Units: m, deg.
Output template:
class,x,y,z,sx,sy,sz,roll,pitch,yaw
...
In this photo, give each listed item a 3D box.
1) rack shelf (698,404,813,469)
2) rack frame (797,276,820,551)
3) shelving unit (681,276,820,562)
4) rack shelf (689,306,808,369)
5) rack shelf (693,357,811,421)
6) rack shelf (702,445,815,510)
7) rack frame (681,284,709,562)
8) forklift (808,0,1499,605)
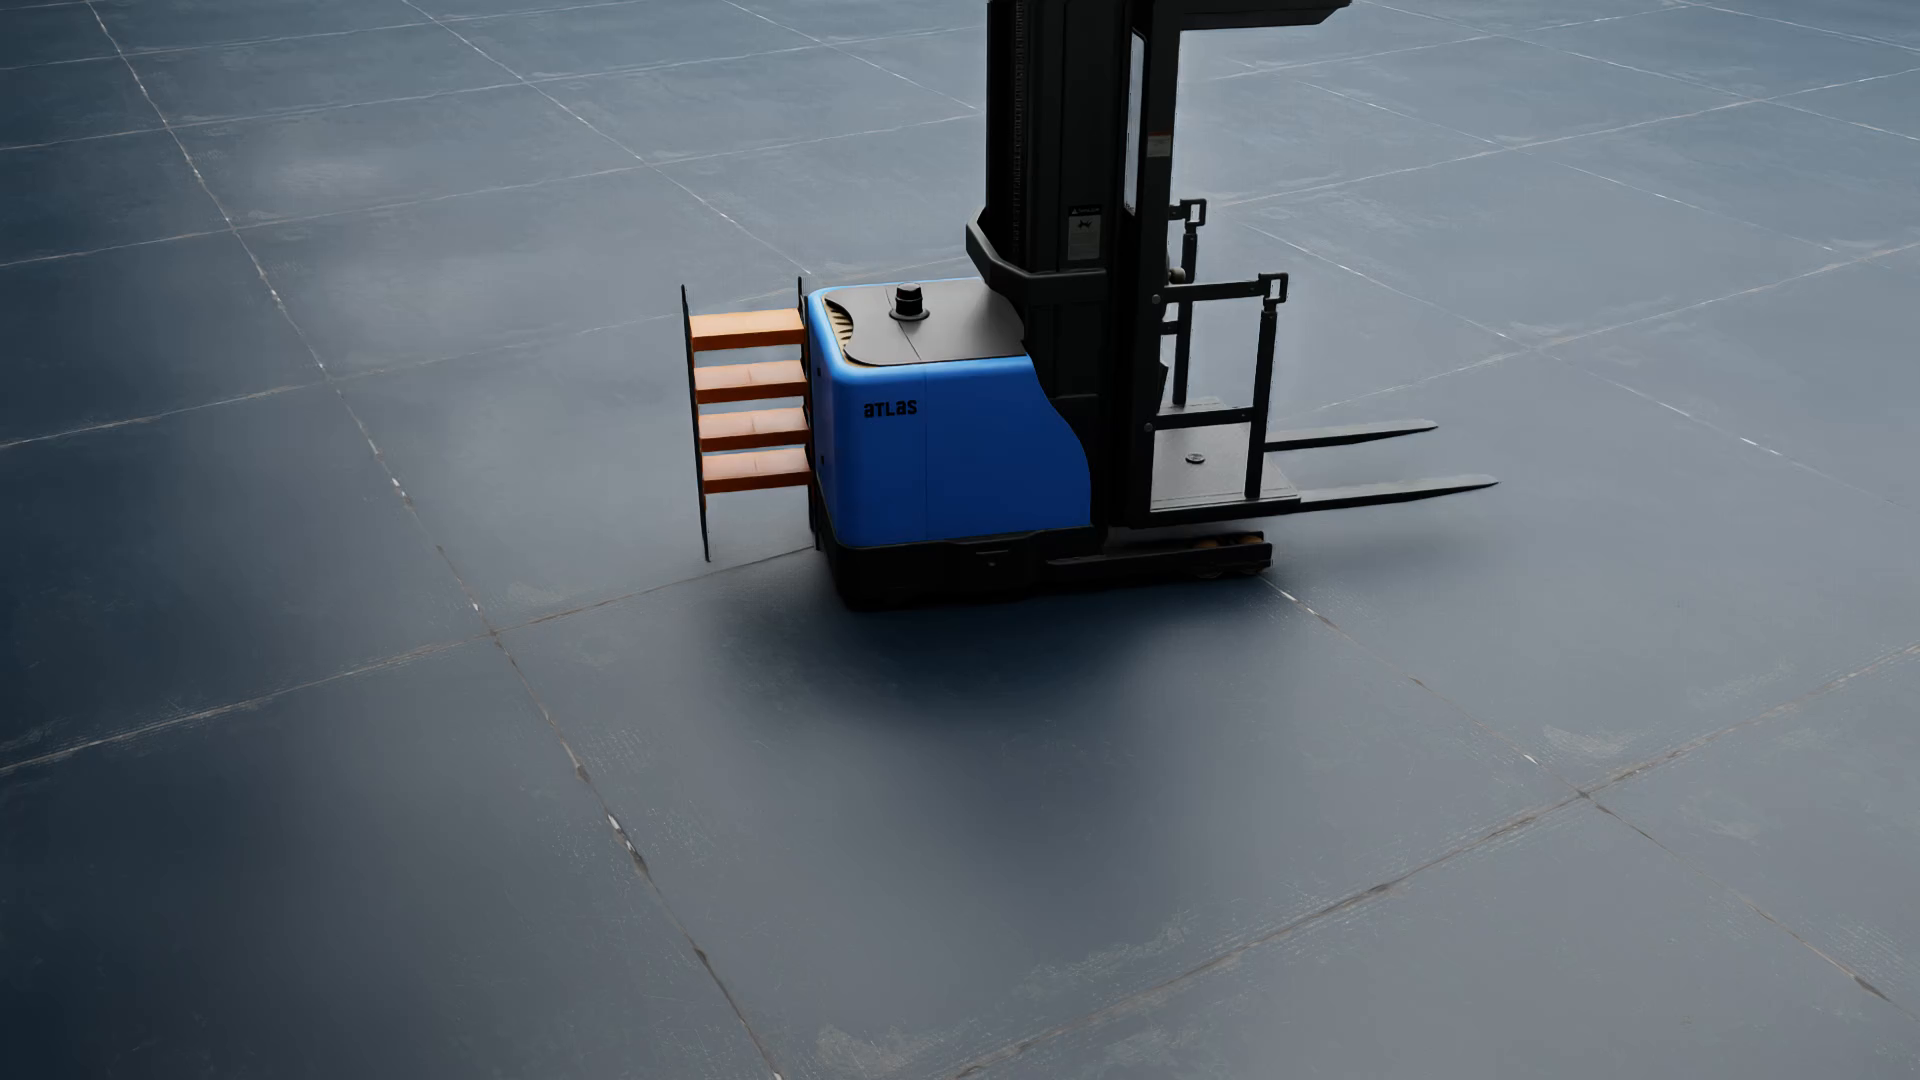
class,x,y,z,sx,sy,sz,roll,pitch,yaw
rack shelf,-0.894,-0.450,7.200,0.480,0.148,0.258,-6,29,-10
rack frame,-0.655,-0.532,7.211,0.015,1.200,0.240,-6,29,-10
shelving unit,-0.894,-0.509,7.168,0.503,1.200,0.258,-6,29,-10
rack shelf,-0.894,-0.853,6.978,0.480,0.148,0.258,-6,29,-10
rack shelf,-0.894,-0.646,7.092,0.480,0.148,0.258,-6,29,-10
rack shelf,-0.894,-0.276,7.296,0.480,0.148,0.258,-6,29,-10
rack frame,-1.133,-0.485,7.125,0.015,1.200,0.240,-6,29,-10
forklift,0.883,-1.359,6.917,3.031,2.935,1.130,-6,29,-10
